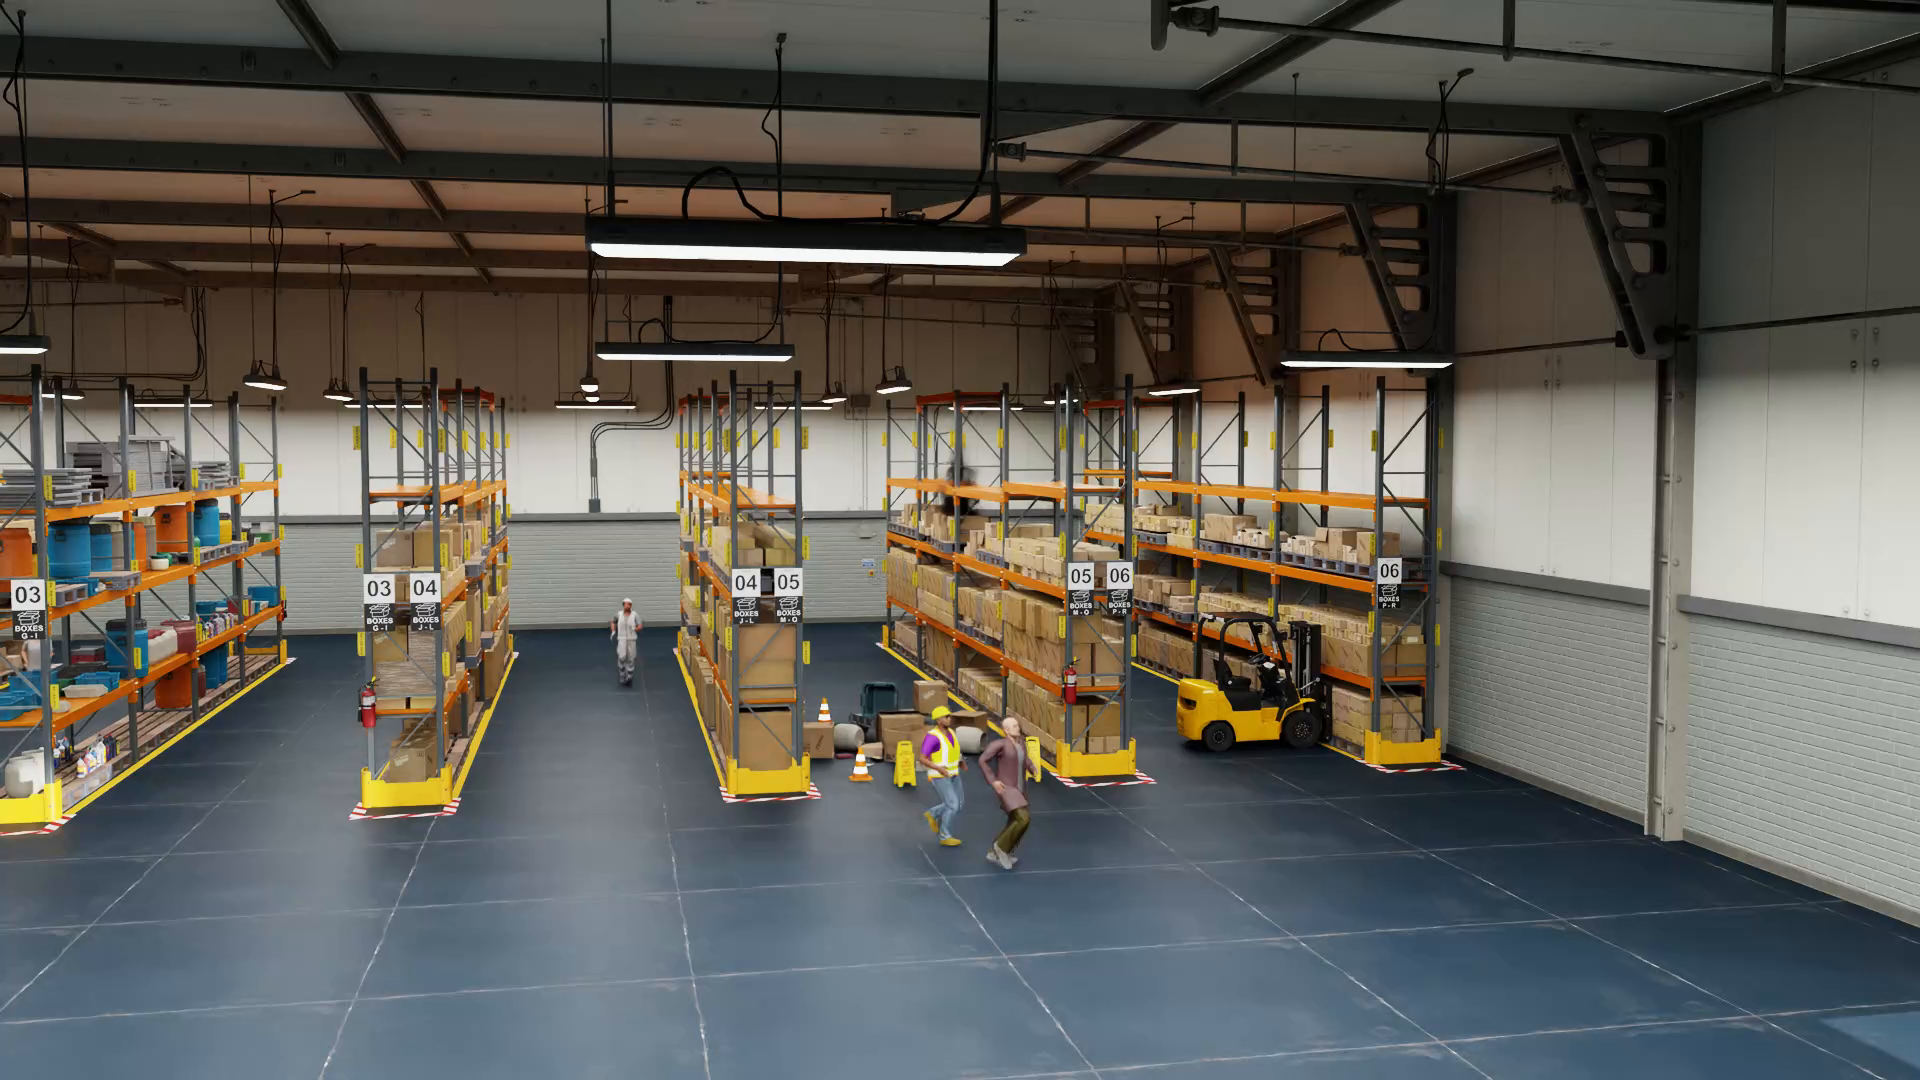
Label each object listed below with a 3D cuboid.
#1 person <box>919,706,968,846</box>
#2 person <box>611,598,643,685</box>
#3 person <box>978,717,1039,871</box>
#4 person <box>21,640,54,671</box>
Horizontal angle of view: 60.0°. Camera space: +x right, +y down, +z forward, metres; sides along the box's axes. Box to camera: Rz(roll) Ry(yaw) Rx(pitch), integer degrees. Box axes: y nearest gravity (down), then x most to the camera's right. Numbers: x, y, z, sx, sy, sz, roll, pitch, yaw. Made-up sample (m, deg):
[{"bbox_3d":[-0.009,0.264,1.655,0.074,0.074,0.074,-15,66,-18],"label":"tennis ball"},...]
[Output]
[{"bbox_3d":[-0.230,2.914,20.631,0.610,1.718,0.698,2,4,33],"label":"person"},{"bbox_3d":[-6.836,2.078,34.110,0.646,1.775,0.685,-1,3,-12],"label":"person"},{"bbox_3d":[0.607,2.960,19.480,0.649,1.776,0.770,2,4,36],"label":"person"},{"bbox_3d":[-16.910,2.358,30.451,0.552,1.629,0.568,-1,4,-20],"label":"person"}]
